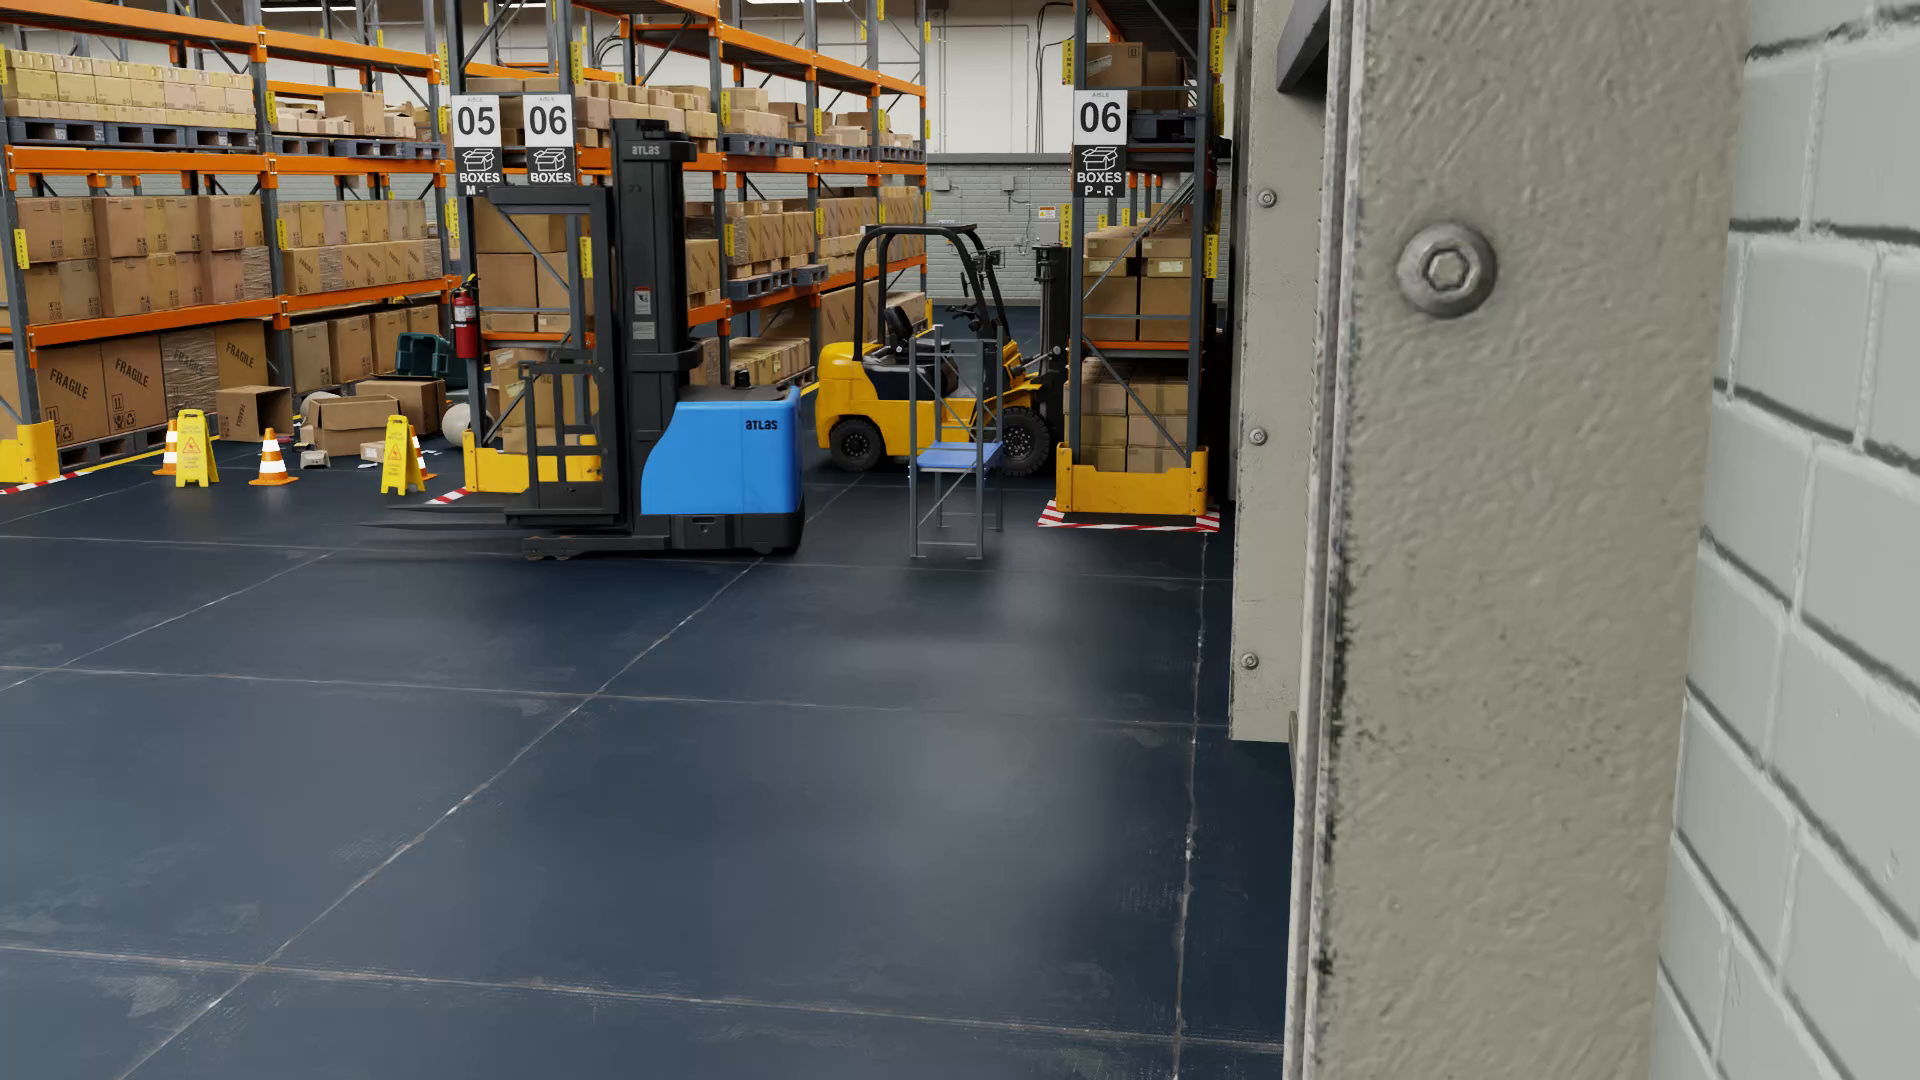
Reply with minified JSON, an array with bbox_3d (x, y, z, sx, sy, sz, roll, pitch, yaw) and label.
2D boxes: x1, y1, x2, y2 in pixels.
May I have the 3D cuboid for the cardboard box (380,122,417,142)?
[{"bbox_3d":[-7.391,-5.319,22.196,0.500,0.500,0.500,2,12,9],"label":"cardboard box"}]

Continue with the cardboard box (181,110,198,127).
[{"bbox_3d":[-7.739,-4.144,16.344,0.380,0.149,0.250,2,12,10],"label":"cardboard box"}]

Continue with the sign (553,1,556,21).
[{"bbox_3d":[-6.063,-7.959,24.971,0.100,0.325,0.005,2,12,9],"label":"sign"}]

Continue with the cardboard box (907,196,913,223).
[{"bbox_3d":[-1.060,-5.419,27.410,0.500,0.500,0.500,2,12,8],"label":"cardboard box"}]

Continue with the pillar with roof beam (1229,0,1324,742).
[{"bbox_3d":[-2.825,-3.651,7.573,9.100,9.000,0.400,2,12,9],"label":"pillar with roof beam"}]

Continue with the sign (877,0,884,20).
[{"bbox_3d":[-1.167,-7.783,24.341,0.100,0.325,0.005,2,12,9],"label":"sign"}]

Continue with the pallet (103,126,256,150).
[{"bbox_3d":[-7.979,-4.097,16.973,1.003,0.211,1.213,2,12,9],"label":"pallet"}]

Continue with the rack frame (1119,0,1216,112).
[{"bbox_3d":[1.969,-5.477,16.048,1.000,3.000,0.127,2,12,9],"label":"rack frame"}]

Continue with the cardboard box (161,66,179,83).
[{"bbox_3d":[-7.779,-4.482,16.020,0.380,0.149,0.250,2,12,8],"label":"cardboard box"}]

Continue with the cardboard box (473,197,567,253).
[{"bbox_3d":[-3.688,-2.668,13.938,0.700,0.500,0.500,2,12,7],"label":"cardboard box"}]

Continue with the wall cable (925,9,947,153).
[{"bbox_3d":[-0.494,-9.328,33.918,0.463,3.000,0.029,2,12,9],"label":"wall cable"}]

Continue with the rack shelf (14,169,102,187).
[{"bbox_3d":[-12.420,-4.556,20.604,1.077,0.370,4.000,2,12,9],"label":"rack shelf"}]

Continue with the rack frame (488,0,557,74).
[{"bbox_3d":[-6.612,-7.442,25.164,1.000,3.000,0.127,2,12,9],"label":"rack frame"}]

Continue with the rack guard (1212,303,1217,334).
[{"bbox_3d":[3.803,-3.805,28.461,1.175,0.500,0.348,2,12,9],"label":"rack guard"}]

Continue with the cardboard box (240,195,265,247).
[{"bbox_3d":[-7.933,-3.369,17.588,0.875,0.550,0.550,2,12,9],"label":"cardboard box"}]

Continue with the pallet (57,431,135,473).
[{"bbox_3d":[-8.412,-0.817,15.283,1.003,0.211,1.213,2,12,9],"label":"pallet"}]

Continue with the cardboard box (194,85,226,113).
[{"bbox_3d":[-7.743,-4.420,16.680,0.500,0.250,0.500,2,12,8],"label":"cardboard box"}]

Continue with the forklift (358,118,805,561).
[{"bbox_3d":[-2.644,-1.406,11.562,3.031,2.935,1.130,-1,12,-3],"label":"forklift"}]

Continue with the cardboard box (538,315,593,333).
[{"bbox_3d":[-3.294,-1.813,13.882,0.380,0.149,0.250,2,12,9],"label":"cardboard box"}]

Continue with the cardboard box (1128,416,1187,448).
[{"bbox_3d":[1.632,-0.908,13.432,0.500,0.250,0.500,2,12,10],"label":"cardboard box"}]

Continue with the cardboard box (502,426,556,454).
[{"bbox_3d":[-3.689,-0.915,14.648,0.500,0.250,0.500,2,12,8],"label":"cardboard box"}]

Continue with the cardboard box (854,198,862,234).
[{"bbox_3d":[-1.696,-4.593,23.577,0.500,0.500,0.500,2,12,10],"label":"cardboard box"}]

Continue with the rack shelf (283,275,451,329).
[{"bbox_3d":[-7.535,-2.908,20.076,1.077,0.370,4.000,2,12,9],"label":"rack shelf"}]

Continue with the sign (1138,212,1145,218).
[{"bbox_3d":[2.662,-4.649,24.390,0.100,0.325,0.005,2,12,9],"label":"sign"}]

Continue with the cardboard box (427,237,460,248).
[{"bbox_3d":[-6.955,-3.998,22.320,0.380,0.149,0.250,2,12,11],"label":"cardboard box"}]

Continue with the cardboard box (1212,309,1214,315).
[{"bbox_3d":[3.416,-3.081,24.107,0.500,0.500,0.500,2,12,8],"label":"cardboard box"}]

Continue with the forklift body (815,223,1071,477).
[{"bbox_3d":[-0.157,-1.751,15.011,2.313,2.155,1.214,2,12,9],"label":"forklift body"}]

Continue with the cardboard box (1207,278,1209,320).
[{"bbox_3d":[2.018,-2.281,15.220,0.500,0.500,0.500,2,12,7],"label":"cardboard box"}]

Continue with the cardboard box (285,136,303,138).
[{"bbox_3d":[-11.349,-6.737,27.542,0.700,0.500,0.500,3,12,12],"label":"cardboard box"}]

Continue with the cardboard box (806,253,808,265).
[{"bbox_3d":[-2.108,-3.486,20.646,0.380,0.149,0.250,2,12,10],"label":"cardboard box"}]

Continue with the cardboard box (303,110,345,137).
[{"bbox_3d":[-7.712,-4.999,19.925,0.500,0.311,0.500,2,12,8],"label":"cardboard box"}]

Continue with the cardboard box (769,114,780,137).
[{"bbox_3d":[-2.317,-4.622,18.562,0.500,0.250,0.500,2,12,8],"label":"cardboard box"}]

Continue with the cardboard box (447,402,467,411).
[{"bbox_3d":[-5.182,-1.268,17.246,0.258,0.266,0.396,-7,14,-30],"label":"cardboard box"}]

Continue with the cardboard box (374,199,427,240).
[{"bbox_3d":[-7.306,-4.121,21.385,0.700,0.500,0.500,2,12,8],"label":"cardboard box"}]

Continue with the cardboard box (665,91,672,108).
[{"bbox_3d":[-2.902,-4.092,15.446,0.380,0.149,0.250,2,12,9],"label":"cardboard box"}]

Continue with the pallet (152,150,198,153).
[{"bbox_3d":[-11.897,-5.601,24.190,1.003,0.211,1.213,2,12,11],"label":"pallet"}]

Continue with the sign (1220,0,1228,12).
[{"bbox_3d":[3.749,-7.660,23.582,0.100,0.325,0.005,2,12,9],"label":"sign"}]

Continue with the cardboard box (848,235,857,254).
[{"bbox_3d":[-1.738,-4.122,23.168,0.500,0.250,0.500,2,12,10],"label":"cardboard box"}]

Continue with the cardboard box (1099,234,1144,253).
[{"bbox_3d":[1.334,-2.462,13.812,0.380,0.149,0.250,2,12,9],"label":"cardboard box"}]

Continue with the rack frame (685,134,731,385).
[{"bbox_3d":[-2.936,-2.704,17.422,1.000,3.000,0.127,2,12,9],"label":"rack frame"}]

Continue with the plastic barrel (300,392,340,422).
[{"bbox_3d":[-6.501,-1.298,17.014,0.421,0.421,0.512,-10,16,-40],"label":"plastic barrel"}]

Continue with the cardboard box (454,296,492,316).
[{"bbox_3d":[-6.804,-3.268,23.192,0.500,0.250,0.500,2,12,8],"label":"cardboard box"}]

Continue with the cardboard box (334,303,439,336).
[{"bbox_3d":[-7.410,-2.658,21.551,1.050,0.750,0.750,2,12,8],"label":"cardboard box"}]

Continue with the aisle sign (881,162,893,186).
[{"bbox_3d":[-1.366,-6.498,28.853,0.394,0.787,0.004,2,12,9],"label":"aisle sign"}]

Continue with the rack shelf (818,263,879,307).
[{"bbox_3d":[-2.013,-3.602,23.294,1.077,0.370,4.000,2,12,9],"label":"rack shelf"}]

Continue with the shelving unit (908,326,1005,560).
[{"bbox_3d":[-0.013,-0.715,11.753,0.538,1.500,1.048,2,12,9],"label":"shelving unit"}]

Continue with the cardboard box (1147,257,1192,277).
[{"bbox_3d":[1.663,-2.140,13.026,0.380,0.149,0.250,2,12,7],"label":"cardboard box"}]

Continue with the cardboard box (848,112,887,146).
[{"bbox_3d":[-1.407,-6.255,25.305,0.500,0.500,0.500,2,12,10],"label":"cardboard box"}]

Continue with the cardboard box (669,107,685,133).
[{"bbox_3d":[-2.907,-3.931,15.645,0.500,0.250,0.500,2,12,8],"label":"cardboard box"}]

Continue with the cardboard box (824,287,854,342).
[{"bbox_3d":[-1.991,-3.030,22.981,0.875,0.875,0.875,2,12,9],"label":"cardboard box"}]

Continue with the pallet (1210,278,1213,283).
[{"bbox_3d":[2.619,-3.427,21.229,1.213,0.211,1.003,2,12,9],"label":"pallet"}]

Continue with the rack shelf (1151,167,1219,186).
[{"bbox_3d":[3.507,-5.741,26.099,1.077,0.370,4.000,2,12,9],"label":"rack shelf"}]

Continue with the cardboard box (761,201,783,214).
[{"bbox_3d":[-2.294,-3.904,19.509,0.380,0.149,0.250,1,12,6],"label":"cardboard box"}]
